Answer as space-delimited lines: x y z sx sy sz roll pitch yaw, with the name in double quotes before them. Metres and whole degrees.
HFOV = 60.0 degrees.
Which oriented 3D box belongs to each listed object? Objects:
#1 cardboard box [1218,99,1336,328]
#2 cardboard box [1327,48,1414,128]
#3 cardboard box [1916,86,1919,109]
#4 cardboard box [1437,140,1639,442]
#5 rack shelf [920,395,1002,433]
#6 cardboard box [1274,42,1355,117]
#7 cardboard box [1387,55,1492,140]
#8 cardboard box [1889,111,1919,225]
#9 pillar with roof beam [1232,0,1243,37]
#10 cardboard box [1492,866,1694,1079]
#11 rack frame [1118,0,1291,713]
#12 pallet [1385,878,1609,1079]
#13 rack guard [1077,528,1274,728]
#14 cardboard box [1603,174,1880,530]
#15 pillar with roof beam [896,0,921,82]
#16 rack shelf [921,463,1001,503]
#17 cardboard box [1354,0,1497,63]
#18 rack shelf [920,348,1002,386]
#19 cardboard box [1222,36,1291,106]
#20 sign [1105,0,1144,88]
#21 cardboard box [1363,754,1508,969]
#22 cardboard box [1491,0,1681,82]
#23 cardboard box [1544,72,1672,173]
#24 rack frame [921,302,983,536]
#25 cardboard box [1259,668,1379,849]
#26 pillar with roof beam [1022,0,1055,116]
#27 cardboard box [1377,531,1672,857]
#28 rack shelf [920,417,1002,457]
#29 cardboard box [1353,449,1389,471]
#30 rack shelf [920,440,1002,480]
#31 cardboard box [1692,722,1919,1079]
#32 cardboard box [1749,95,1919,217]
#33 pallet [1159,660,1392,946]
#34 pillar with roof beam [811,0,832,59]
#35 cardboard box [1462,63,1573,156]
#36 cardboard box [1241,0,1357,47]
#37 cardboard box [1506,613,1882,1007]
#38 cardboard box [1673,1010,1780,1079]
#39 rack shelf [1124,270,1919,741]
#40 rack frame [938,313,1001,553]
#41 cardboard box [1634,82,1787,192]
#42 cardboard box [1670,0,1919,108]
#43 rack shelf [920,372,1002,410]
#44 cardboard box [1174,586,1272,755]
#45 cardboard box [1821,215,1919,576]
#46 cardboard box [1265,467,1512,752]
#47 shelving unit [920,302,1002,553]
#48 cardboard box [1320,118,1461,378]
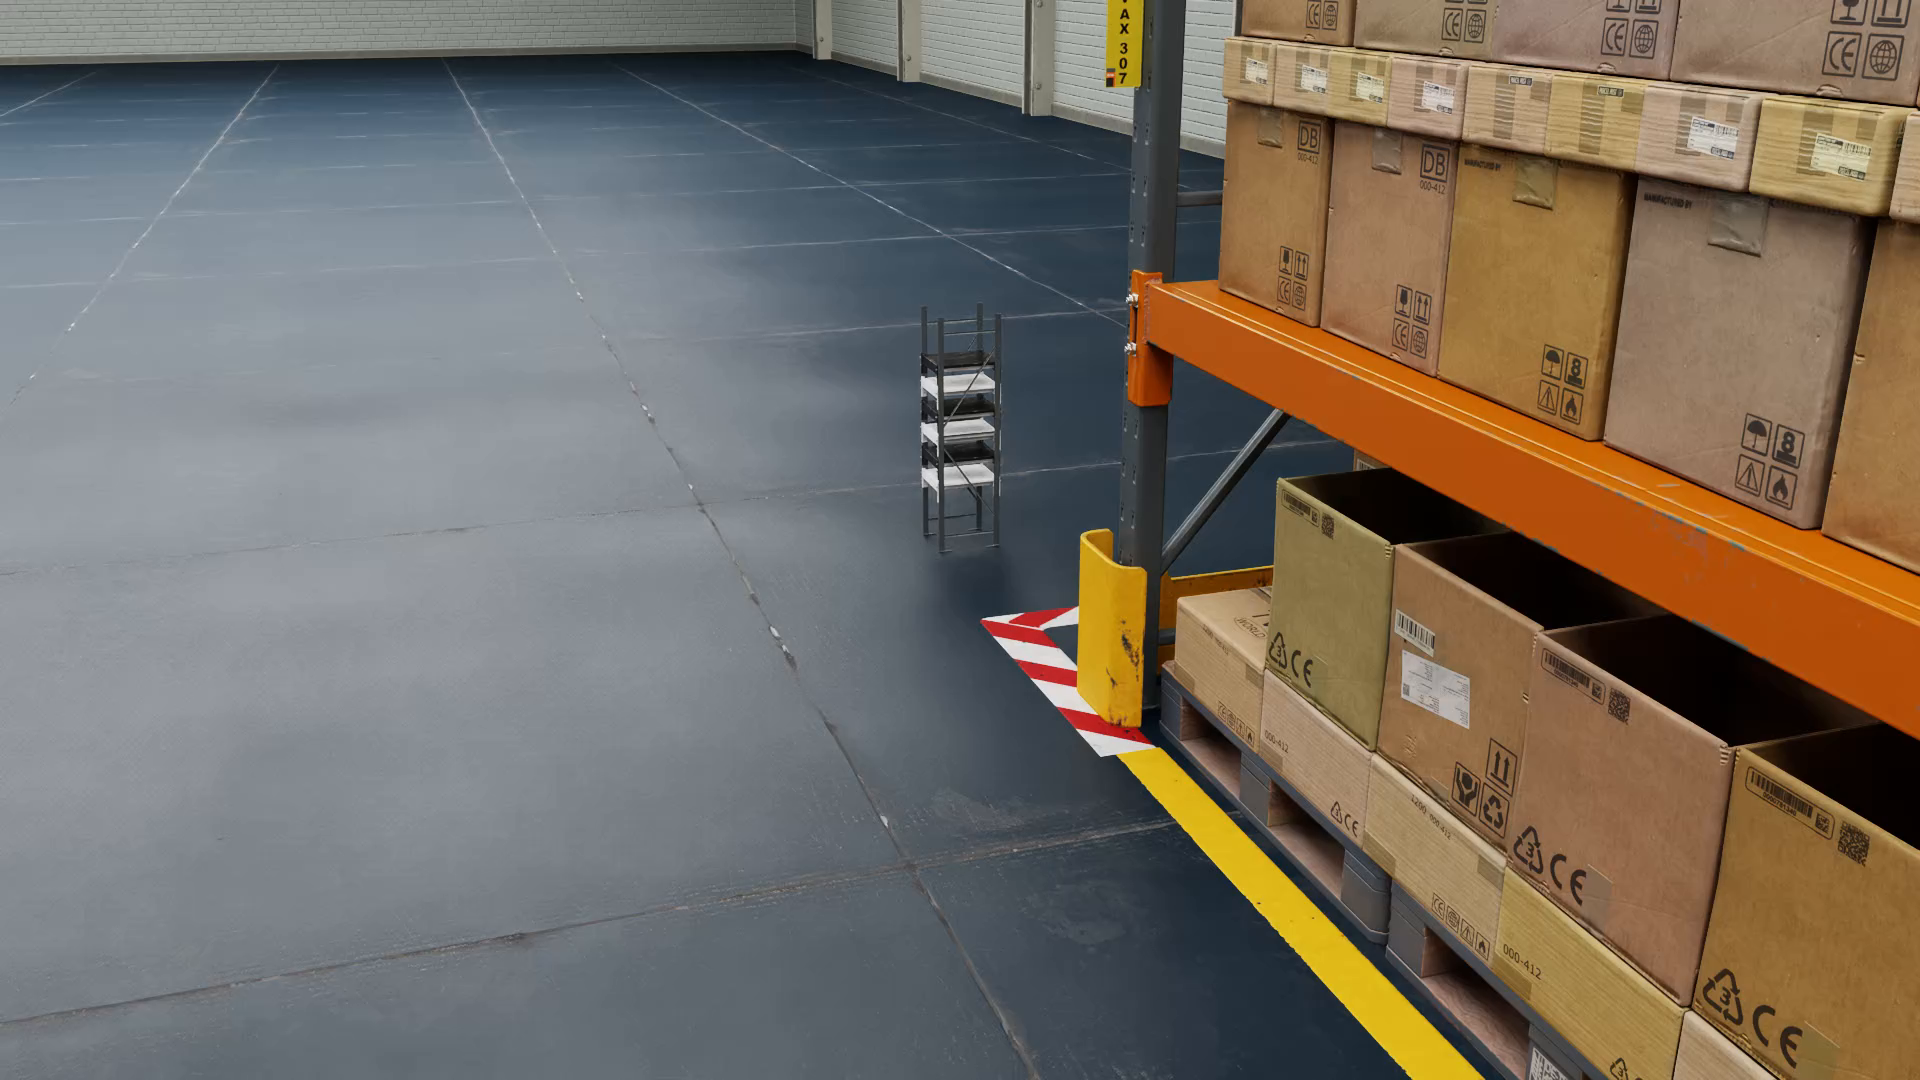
"cardboard box" 1.094 -0.859 4.223 0.700 0.500 0.500 -6 21 -17
"cardboard box" 1.041 -1.002 3.661 0.380 0.149 0.250 -6 21 -17
"cardboard box" 1.754 -0.802 2.144 0.700 0.500 0.500 -6 21 -17
"cardboard box" 1.414 -0.531 3.310 0.700 0.500 0.500 -6 21 -17
"rack shelf" 0.003 -0.474 6.238 0.258 0.077 0.200 -6 21 -17
"cardboard box" 0.964 -1.082 3.885 0.380 0.149 0.250 -7 21 -19
"cardboard box" 1.118 -0.921 3.435 0.380 0.149 0.250 -7 21 -18
"cardboard box" 1.530 -0.504 2.275 0.380 0.149 0.250 -6 21 -16
"pillar with roof beam" -1.156 -7.575 14.193 9.100 9.000 0.400 -6 21 -17
"cardboard box" 1.387 0.811 3.169 0.500 0.250 0.500 -6 21 -17
"rack frame" 0.959 -0.963 4.660 1.000 3.000 0.127 -6 21 -17
"pallet" 1.619 0.981 3.373 1.003 0.211 1.213 -6 21 -17
"rack guard" 0.952 0.206 5.104 1.175 0.500 0.348 -6 21 -17
"cardboard box" 1.583 -0.362 2.840 0.700 0.500 0.500 -6 21 -16
"pillar with roof beam" -4.928 -11.426 24.915 9.100 9.000 0.400 -6 21 -17
"rack shelf" 0.003 -0.220 6.329 0.258 0.077 0.200 -6 21 -17
"cardboard box" 1.281 -1.284 3.488 0.700 0.500 0.500 -7 21 -19
"rack shelf" 0.003 -0.644 6.177 0.258 0.077 0.200 -6 21 -17
"cardboard box" 0.878 -1.167 4.120 0.380 0.149 0.250 -7 21 -18
"sign" 0.431 -1.351 4.342 0.100 0.325 0.005 -6 21 -17
"cardboard box" 1.234 0.650 3.617 0.500 0.250 0.500 -6 21 -17
"cardboard box" 1.440 -1.123 3.038 0.700 0.500 0.500 -6 21 -17
"cardboard box" 1.285 -0.754 2.970 0.380 0.149 0.250 -7 21 -18
"rack frame" -0.029 -0.454 6.348 0.240 0.900 0.006 -6 21 -17
"cardboard box" 1.078 0.489 4.064 0.500 0.250 0.500 -6 21 -17
"pillar with roof beam" -3.042 -9.500 19.554 9.100 9.000 0.400 -6 21 -17
"cardboard box" 1.245 0.295 3.494 0.500 0.500 0.500 -6 21 -17
"rack shelf" 0.003 -0.390 6.268 0.258 0.077 0.200 -6 21 -17
"cardboard box" 1.411 -0.079 4.536 0.500 0.500 0.500 -6 21 -17
"rack shelf" 0.003 -0.305 6.299 0.258 0.077 0.200 -6 21 -17
"cardboard box" 1.557 0.617 2.599 0.500 0.500 0.500 -6 21 -17
"cardboard box" 1.444 -0.589 2.511 0.380 0.149 0.250 -6 21 -15
"pallet" 1.240 0.590 4.461 1.003 0.211 1.213 -6 21 -17
"pillar with roof beam" -6.814 -13.351 30.275 9.100 9.000 0.400 -6 21 -17
"cardboard box" 1.204 -0.836 3.198 0.380 0.149 0.250 -7 21 -19
"cardboard box" 1.111 -1.453 3.956 0.700 0.500 0.500 -6 21 -17
"cardboard box" 1.386 0.458 3.042 0.500 0.500 0.500 -6 21 -17
"cardboard box" 1.545 0.971 2.722 0.500 0.250 0.500 -6 21 -17
"rack shelf" 1.588 0.017 2.995 1.077 0.370 4.000 -6 21 -17
"rack frame" 0.034 -0.388 6.166 0.240 0.900 0.006 -6 21 -17
"cardboard box" 1.361 -0.673 2.746 0.380 0.149 0.250 -6 21 -17
"cardboard box" 1.598 -0.962 2.590 0.700 0.500 0.500 -6 21 -17
"rack shelf" 0.003 -0.559 6.208 0.258 0.077 0.200 -6 21 -17
"cardboard box" 0.917 0.329 4.509 0.500 0.250 0.500 -6 21 -17
"cardboard box" 1.745 -0.198 2.383 0.700 0.500 0.500 -6 21 -16
"cardboard box" 1.076 0.136 3.936 0.500 0.500 0.500 -6 21 -17
"shelving unit" 0.003 -0.421 6.257 0.258 0.900 0.210 -6 21 -17
"cardboard box" 1.264 -0.691 3.755 0.700 0.500 0.500 -6 21 -16
